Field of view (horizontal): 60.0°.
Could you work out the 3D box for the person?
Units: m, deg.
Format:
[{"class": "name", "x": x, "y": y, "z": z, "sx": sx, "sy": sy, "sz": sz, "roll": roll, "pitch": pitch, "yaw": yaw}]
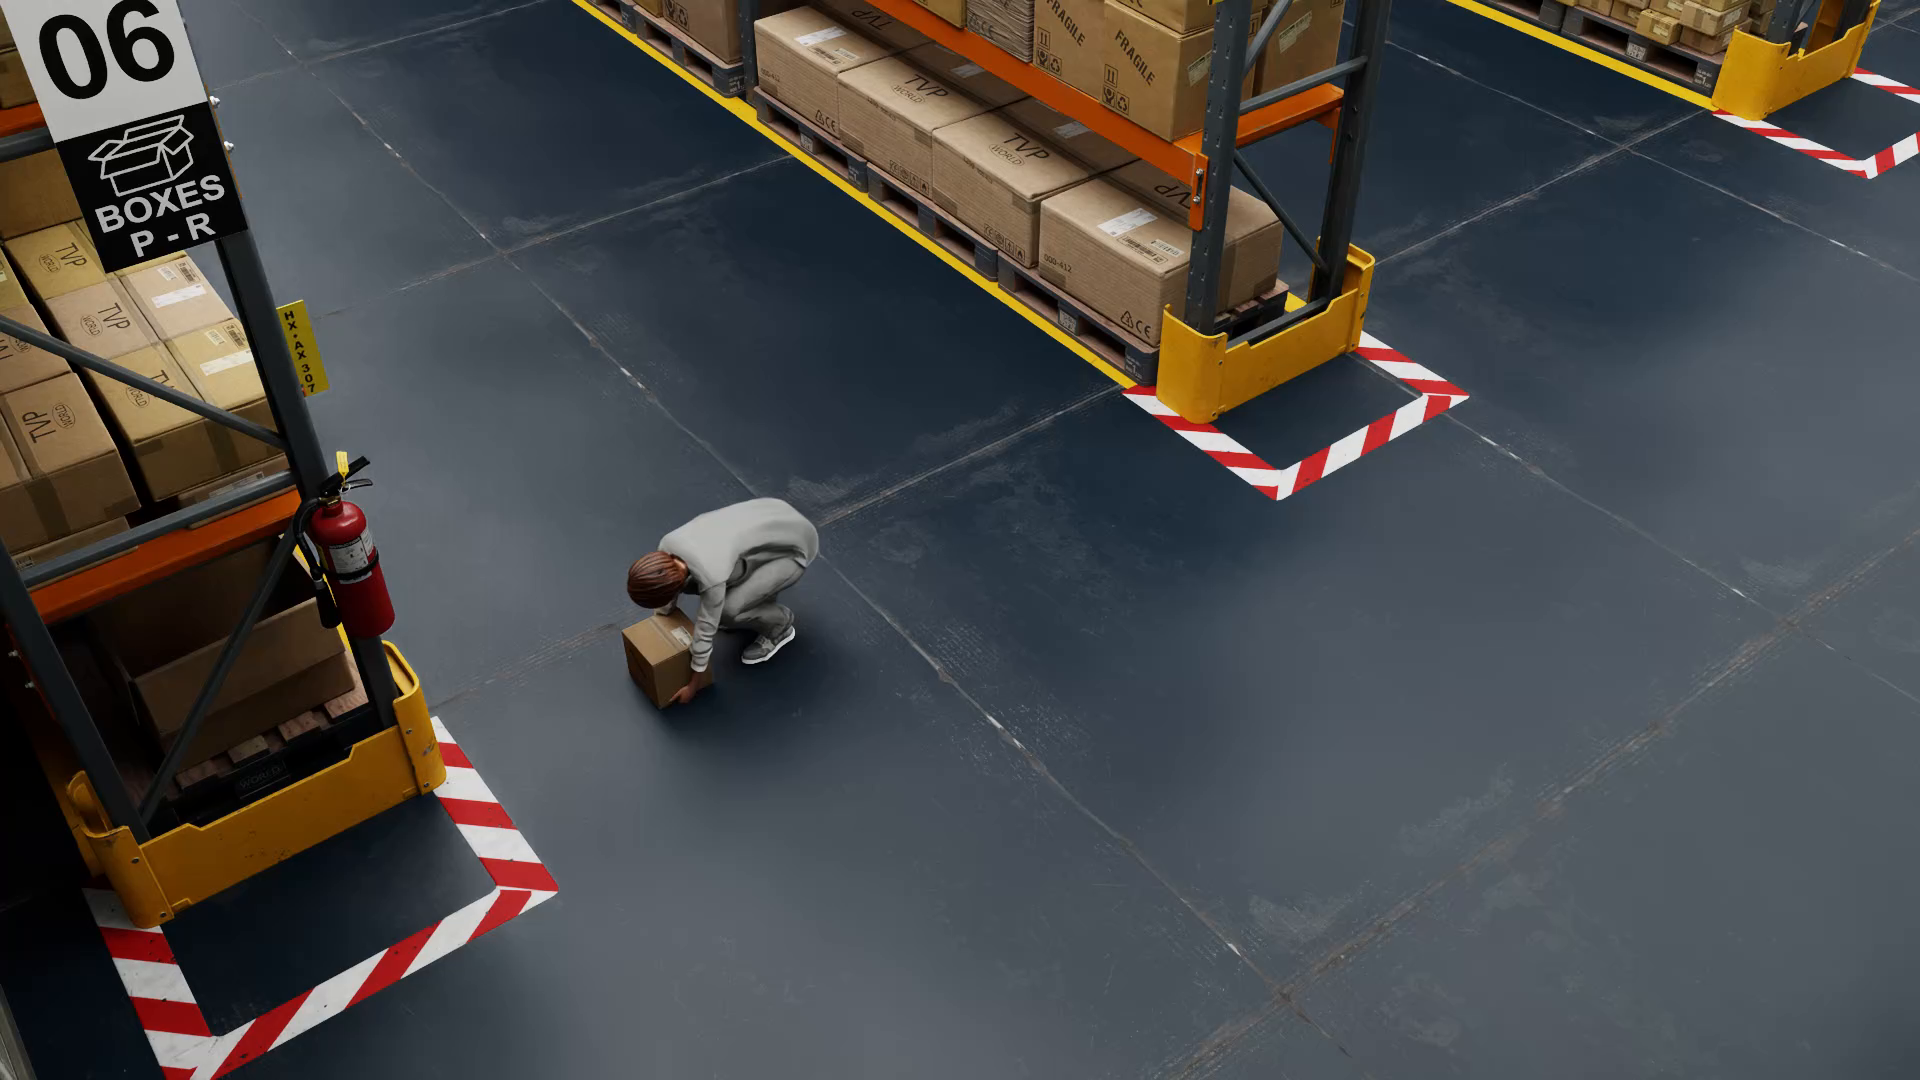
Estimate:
[{"class": "person", "x": -0.939, "y": 0.192, "z": 6.653, "sx": 0.852, "sy": 0.724, "sz": 0.423, "roll": -28, "pitch": 48, "yaw": -28}]
